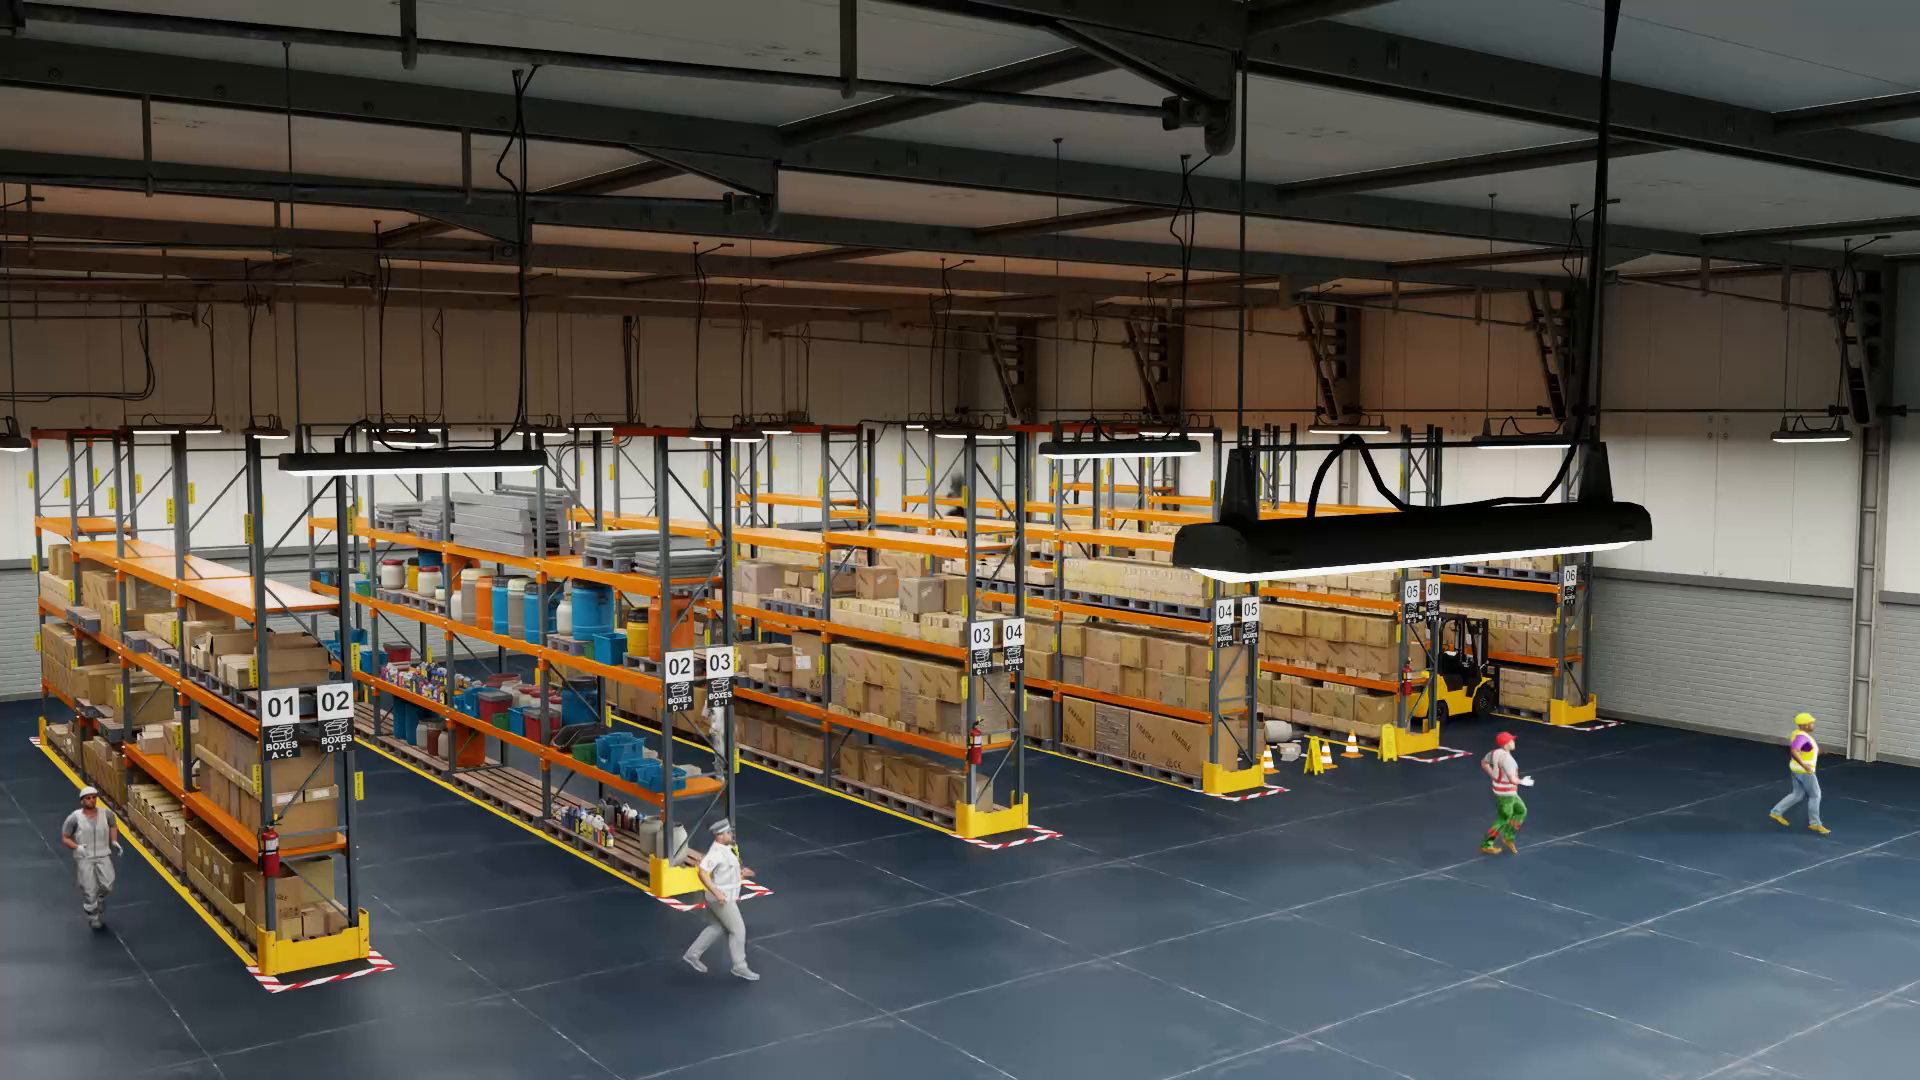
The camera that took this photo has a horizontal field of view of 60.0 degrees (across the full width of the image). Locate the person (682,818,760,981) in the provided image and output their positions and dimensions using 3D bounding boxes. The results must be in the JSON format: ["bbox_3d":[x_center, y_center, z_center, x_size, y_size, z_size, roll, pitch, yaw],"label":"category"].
[{"bbox_3d":[-2.653,3.988,18.476,0.842,1.813,0.661,-1,5,-7],"label":"person"}]

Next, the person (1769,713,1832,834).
[{"bbox_3d":[12.621,3.480,24.916,0.841,1.789,0.688,1,5,11],"label":"person"}]

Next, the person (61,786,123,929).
[{"bbox_3d":[-10.581,3.870,20.293,0.655,1.742,0.593,-4,6,-40],"label":"person"}]

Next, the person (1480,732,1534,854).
[{"bbox_3d":[7.759,3.603,23.626,0.715,1.785,0.671,0,4,5],"label":"person"}]

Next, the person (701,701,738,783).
[{"bbox_3d":[-4.042,3.258,28.104,0.678,1.733,0.620,-4,6,-42],"label":"person"}]
